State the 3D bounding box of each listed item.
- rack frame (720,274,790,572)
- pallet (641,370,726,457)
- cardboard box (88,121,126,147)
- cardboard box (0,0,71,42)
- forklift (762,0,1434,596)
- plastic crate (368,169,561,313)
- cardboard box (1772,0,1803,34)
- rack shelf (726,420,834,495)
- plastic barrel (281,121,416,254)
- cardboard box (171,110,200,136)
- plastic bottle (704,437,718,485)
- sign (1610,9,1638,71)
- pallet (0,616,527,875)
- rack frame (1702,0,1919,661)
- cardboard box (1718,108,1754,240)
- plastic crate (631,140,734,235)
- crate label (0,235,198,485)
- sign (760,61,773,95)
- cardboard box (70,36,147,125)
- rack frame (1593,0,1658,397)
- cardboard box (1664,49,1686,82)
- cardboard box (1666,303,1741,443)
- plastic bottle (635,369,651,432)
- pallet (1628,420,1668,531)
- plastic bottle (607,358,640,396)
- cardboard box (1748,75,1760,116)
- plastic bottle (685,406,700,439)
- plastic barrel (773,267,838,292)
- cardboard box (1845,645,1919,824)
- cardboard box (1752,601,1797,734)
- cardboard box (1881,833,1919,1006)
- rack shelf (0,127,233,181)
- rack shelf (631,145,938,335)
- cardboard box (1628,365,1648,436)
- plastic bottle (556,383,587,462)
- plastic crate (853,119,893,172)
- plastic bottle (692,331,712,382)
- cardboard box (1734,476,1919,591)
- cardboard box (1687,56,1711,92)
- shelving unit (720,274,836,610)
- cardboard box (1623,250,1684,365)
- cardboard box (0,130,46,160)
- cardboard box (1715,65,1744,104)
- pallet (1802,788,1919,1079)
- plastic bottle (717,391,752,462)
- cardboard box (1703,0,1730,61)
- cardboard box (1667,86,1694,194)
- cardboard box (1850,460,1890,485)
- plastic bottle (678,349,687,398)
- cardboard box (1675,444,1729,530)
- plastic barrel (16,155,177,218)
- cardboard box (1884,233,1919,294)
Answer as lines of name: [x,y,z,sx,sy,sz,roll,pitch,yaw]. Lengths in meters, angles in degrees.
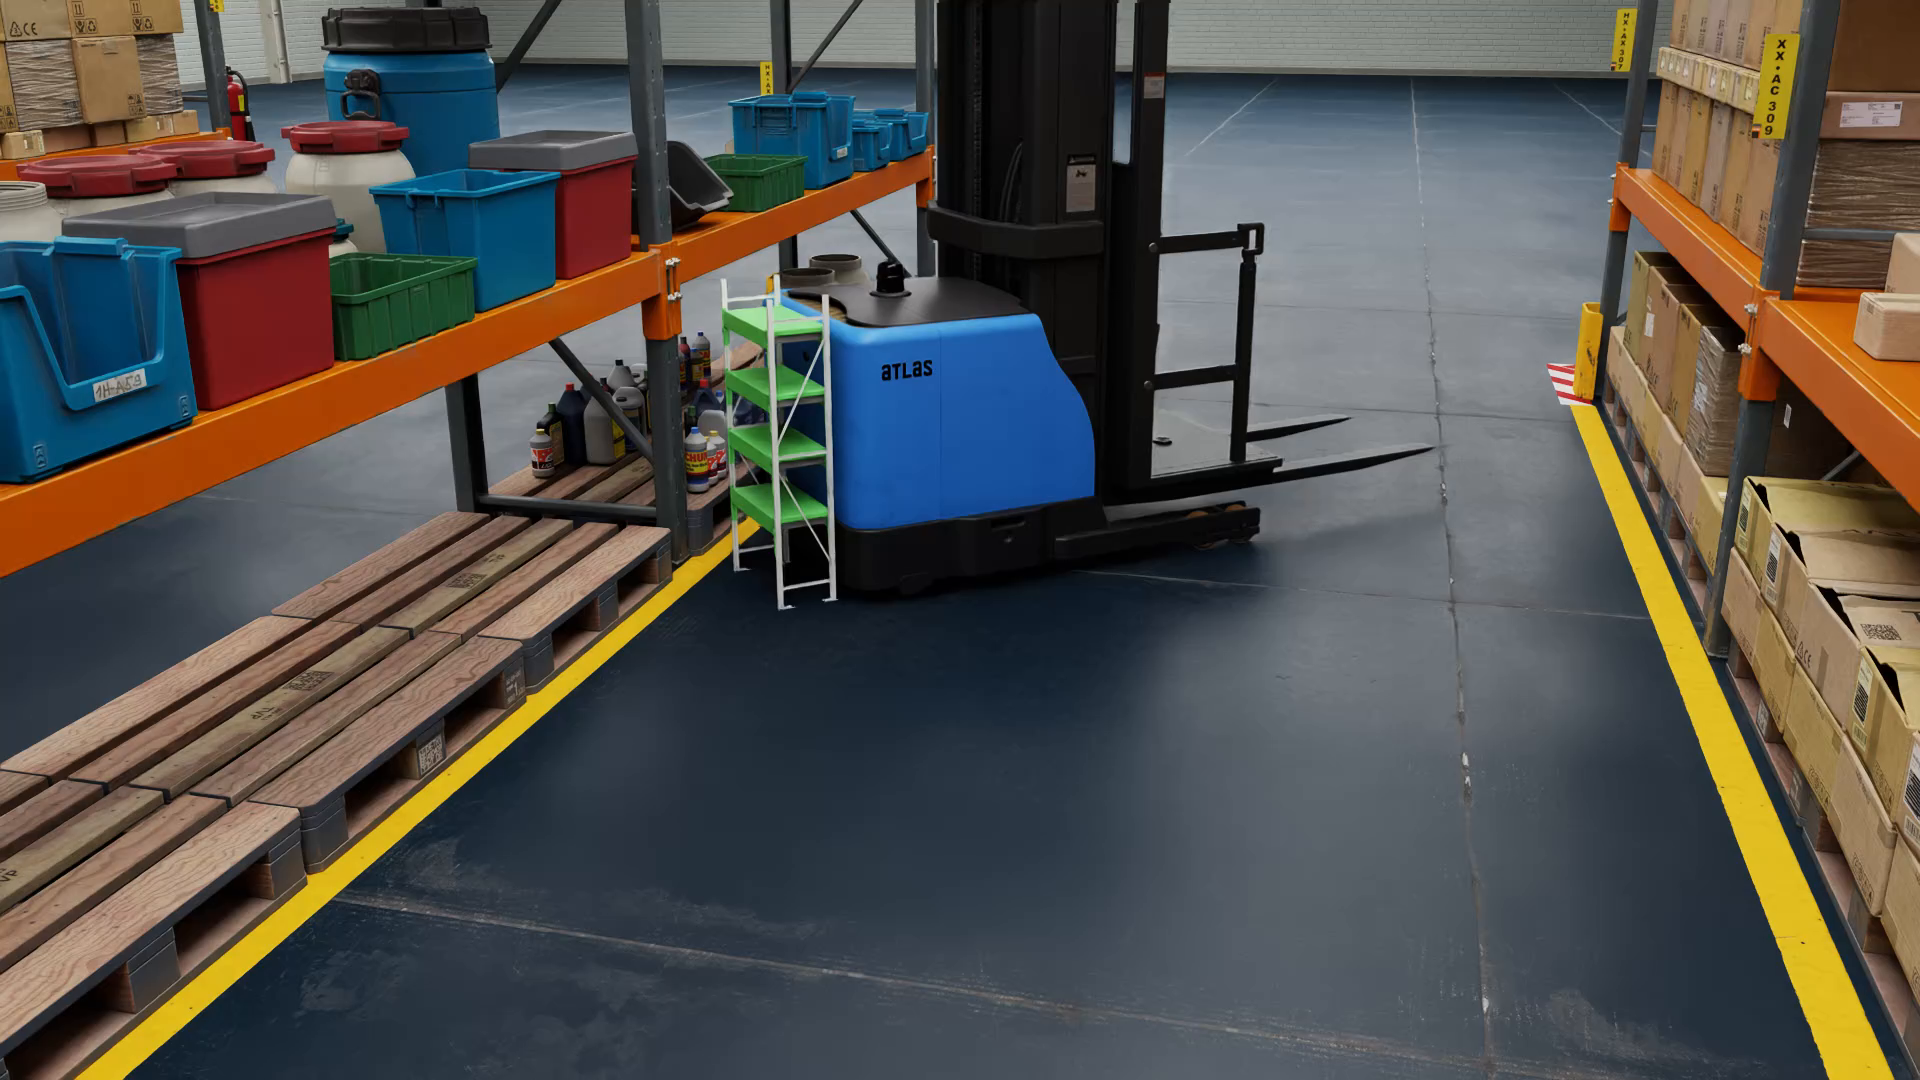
rack frame: [-0.818,-0.457,6.670,0.240,1.200,0.015,-10,21,-26]
pallet: [-1.129,-0.637,8.727,1.003,0.211,1.213,5,19,13]
cardboard box: [-5.474,-2.549,10.397,0.380,0.149,0.250,5,19,13]
cardboard box: [-5.591,-3.167,9.656,0.500,0.500,0.500,5,19,13]
forklift: [0.718,-1.485,7.000,3.031,2.935,1.130,-9,21,-25]
plastic crate: [-1.598,-0.988,5.465,0.392,0.384,0.575,5,19,13]
cardboard box: [3.397,-1.933,6.045,0.700,0.500,0.500,5,19,13]
rack shelf: [-0.705,-0.327,6.486,0.258,0.148,0.480,-10,21,-26]
plastic barrel: [-2.076,-1.148,5.697,0.433,0.535,0.433,0,19,0]
cardboard box: [-5.325,-2.786,11.094,0.380,0.149,0.250,5,19,13]
plastic bottle: [-1.102,-0.347,7.212,0.097,0.201,0.097,0,19,0]
sign: [3.613,-2.720,9.049,0.100,0.325,0.005,5,19,13]
pallet: [-2.080,0.586,5.145,1.003,0.211,1.213,5,19,13]
rack frame: [3.172,-0.974,5.398,1.000,3.000,0.127,5,19,13]
cardboard box: [3.524,-1.483,6.735,0.700,0.500,0.500,5,19,14]
plastic crate: [-1.379,-1.491,7.008,0.767,0.338,0.504,5,19,13]
crate label: [-2.102,-0.419,3.719,0.502,0.435,0.616,5,19,13]
sign: [-1.185,-2.796,10.304,0.100,0.325,0.005,5,19,13]
cardboard box: [-5.622,-2.863,10.313,0.875,0.500,0.500,5,19,13]
rack frame: [4.150,-2.228,9.068,1.000,3.000,0.127,5,19,13]
cardboard box: [3.783,-2.393,8.394,0.380,0.149,0.250,4,19,12]
cardboard box: [3.326,-0.702,7.045,0.500,0.500,0.500,5,19,13]
plastic bottle: [-1.521,-0.675,8.044,0.061,0.283,0.133,5,19,13]
pallet: [3.703,-0.284,7.692,1.003,0.211,1.213,5,19,13]
plastic bottle: [-1.626,-0.707,8.034,0.144,0.351,0.185,5,19,13]
cardboard box: [3.218,-1.672,6.284,0.380,0.149,0.250,5,19,13]
plastic bottle: [-1.178,-0.466,7.433,0.061,0.283,0.133,5,19,13]
plastic barrel: [-0.862,-1.272,9.470,0.421,0.512,0.421,0,19,0]
cardboard box: [2.455,0.455,3.951,0.500,0.311,0.500,5,20,15]
cardboard box: [2.707,0.396,4.993,0.500,0.250,0.500,5,20,15]
cardboard box: [2.335,0.879,3.578,0.500,0.250,0.500,5,20,15]
rack shelf: [-5.944,-2.044,9.643,1.077,0.370,4.000,5,19,13]
rack shelf: [-1.141,-1.653,8.498,1.077,0.370,4.000,5,19,13]
cardboard box: [3.562,-0.661,8.086,0.500,0.250,0.500,5,19,13]
plastic bottle: [-1.752,-0.545,7.561,0.144,0.351,0.185,4,19,12]
plastic crate: [-0.649,-2.166,9.118,0.499,0.251,0.408,5,19,13]
plastic bottle: [-1.398,-0.993,8.995,0.097,0.271,0.097,0,19,0]
cardboard box: [2.830,-0.027,5.362,0.500,0.311,0.500,5,19,14]
cardboard box: [3.594,-2.152,7.689,0.380,0.149,0.250,4,19,12]
shelving unit: [-0.705,-0.387,6.465,0.258,1.200,0.503,-10,21,-26]
cardboard box: [3.683,-1.173,8.424,0.500,0.500,0.500,5,19,13]
cardboard box: [-5.590,-2.308,9.693,0.380,0.149,0.250,5,19,13]
cardboard box: [3.405,-1.912,6.985,0.380,0.149,0.250,5,20,15]
pallet: [2.734,0.963,4.040,1.003,0.211,1.213,5,19,13]
plastic bottle: [-1.030,-0.541,7.548,0.144,0.351,0.185,5,20,15]
cardboard box: [3.765,-2.404,7.422,0.700,0.500,0.500,5,19,14]
cardboard box: [3.900,-1.965,8.144,0.700,0.500,0.500,5,20,15]
cardboard box: [3.589,-0.347,6.006,0.500,0.500,0.500,5,19,13]
plastic bottle: [-1.482,-0.886,8.681,0.097,0.271,0.097,0,19,0]
cardboard box: [3.205,-0.190,6.707,0.500,0.250,0.500,5,19,13]
plastic barrel: [-2.361,-0.782,4.627,0.433,0.535,0.433,0,19,0]
cardboard box: [3.094,-0.745,4.960,0.500,0.250,0.500,6,20,17]
